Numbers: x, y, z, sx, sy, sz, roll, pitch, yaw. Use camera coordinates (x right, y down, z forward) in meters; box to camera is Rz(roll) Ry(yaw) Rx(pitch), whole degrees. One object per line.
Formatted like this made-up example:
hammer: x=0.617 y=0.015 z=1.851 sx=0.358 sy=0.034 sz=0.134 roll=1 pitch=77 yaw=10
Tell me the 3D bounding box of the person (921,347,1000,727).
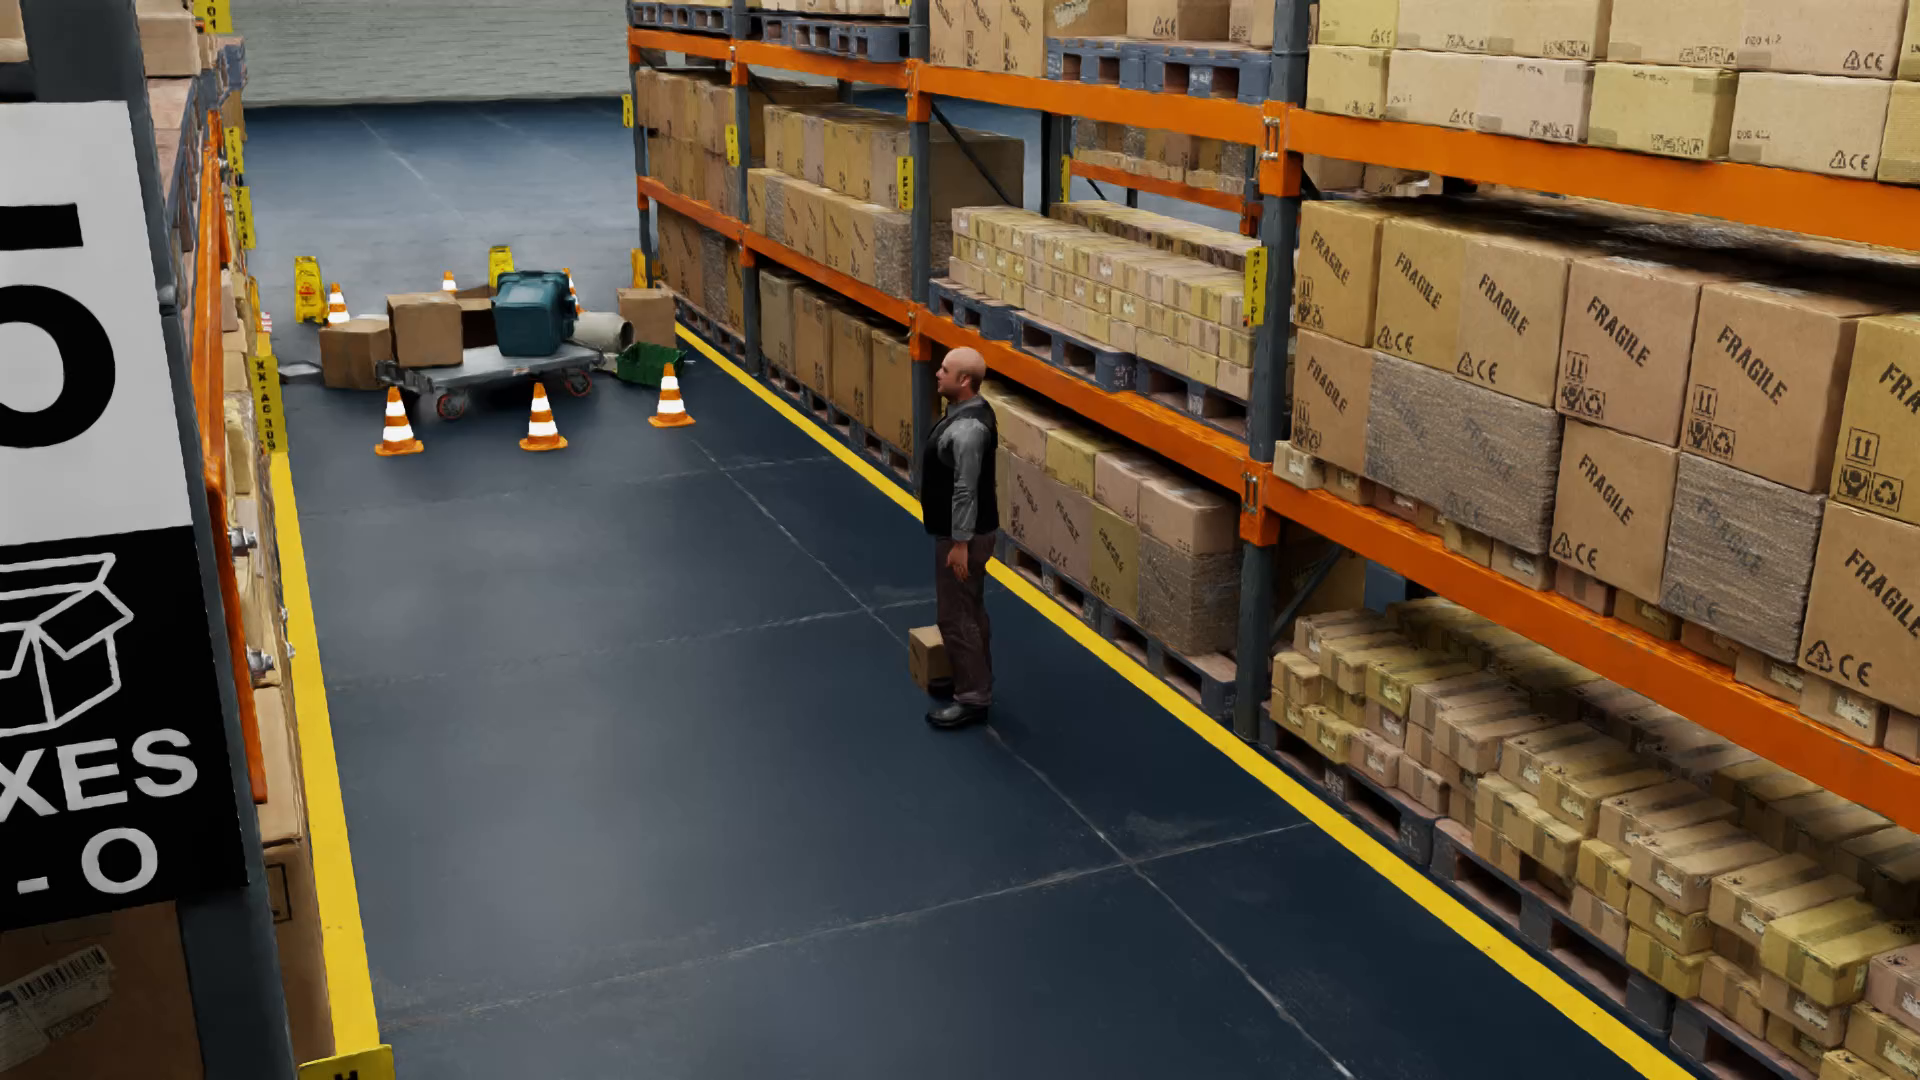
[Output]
person: x=0.004 y=-0.035 z=7.644 sx=0.358 sy=1.726 sz=0.567 roll=0 pitch=19 yaw=1
